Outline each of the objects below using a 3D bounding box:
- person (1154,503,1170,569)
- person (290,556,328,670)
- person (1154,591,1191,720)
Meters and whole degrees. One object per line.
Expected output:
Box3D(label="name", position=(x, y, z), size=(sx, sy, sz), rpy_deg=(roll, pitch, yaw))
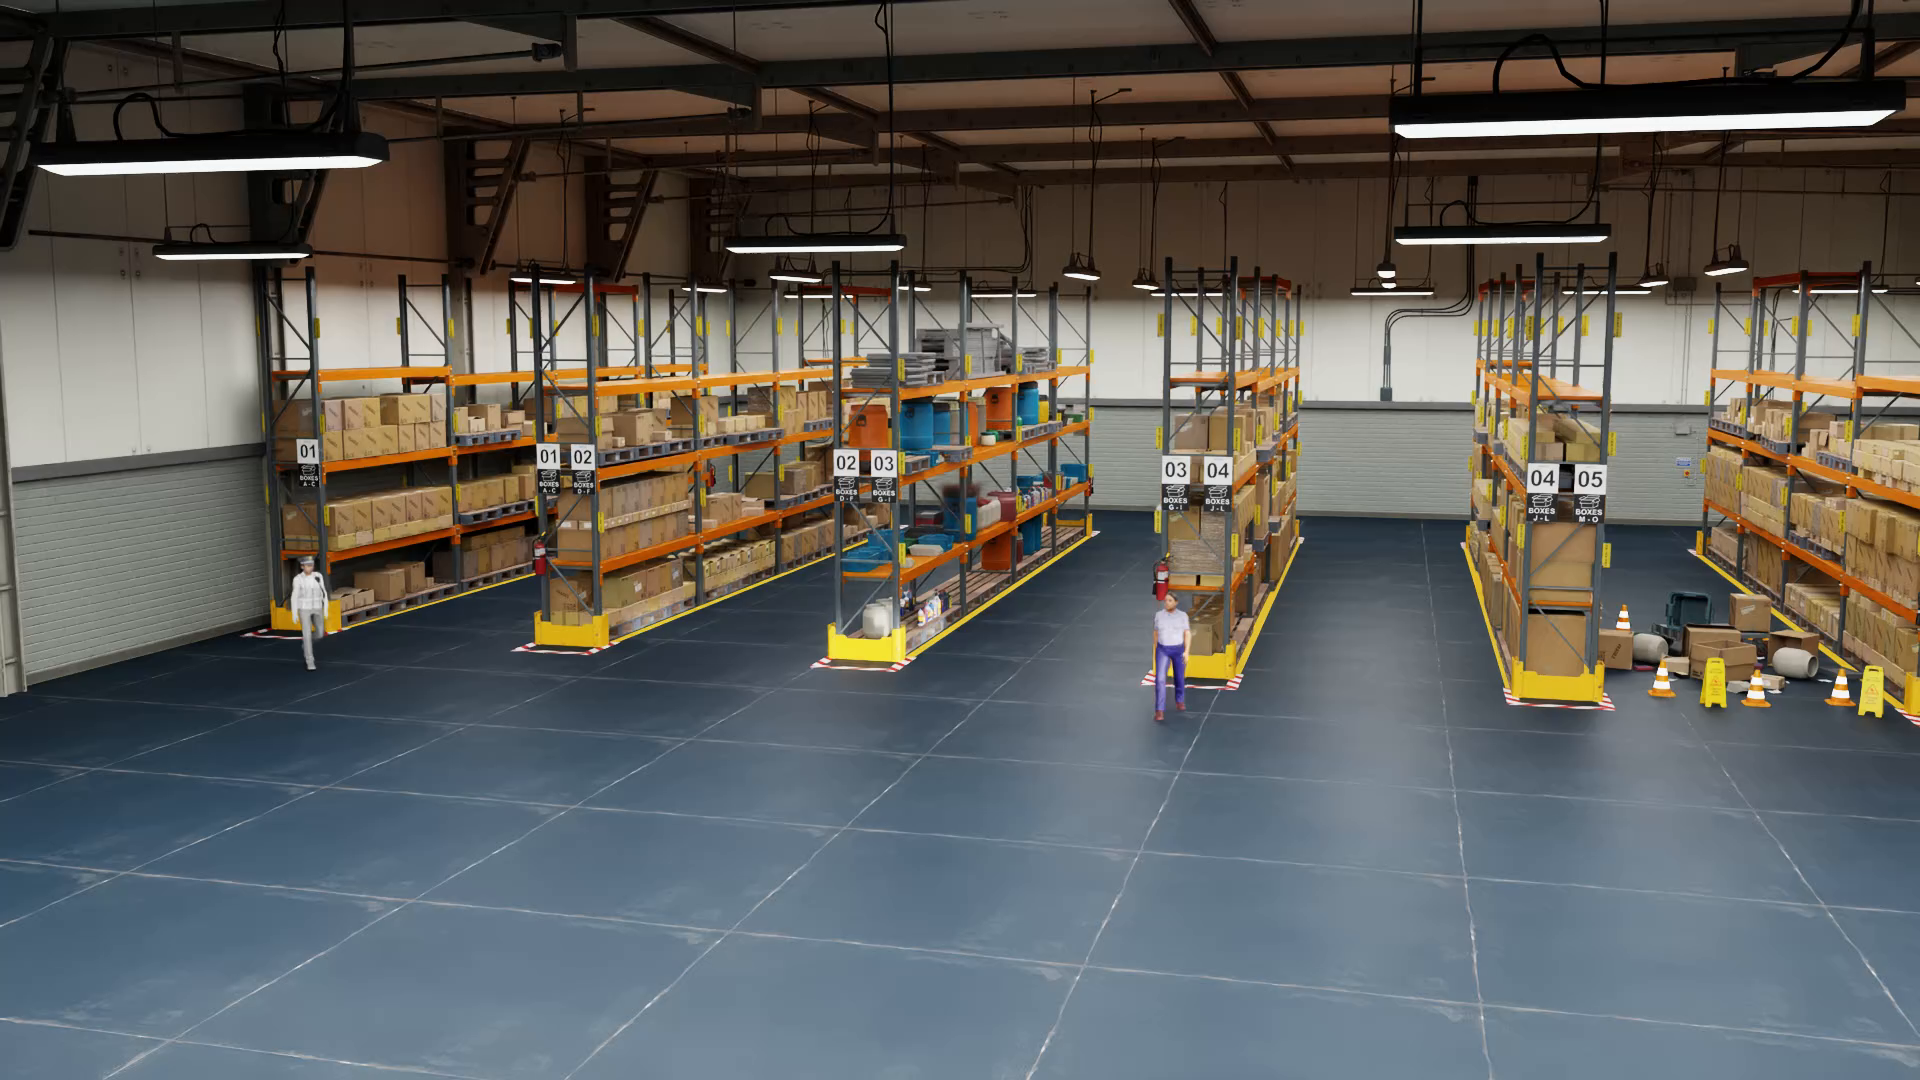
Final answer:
Box3D(label="person", position=(4.389, -0.203, 34.564), size=(0.700, 1.673, 0.720), rpy_deg=(3, 8, 24))
Box3D(label="person", position=(-9.662, 1.042, 24.704), size=(0.535, 1.655, 0.771), rpy_deg=(-6, 10, -40))
Box3D(label="person", position=(2.731, 1.479, 21.489), size=(0.506, 1.584, 0.901), rpy_deg=(2, 7, 14))
